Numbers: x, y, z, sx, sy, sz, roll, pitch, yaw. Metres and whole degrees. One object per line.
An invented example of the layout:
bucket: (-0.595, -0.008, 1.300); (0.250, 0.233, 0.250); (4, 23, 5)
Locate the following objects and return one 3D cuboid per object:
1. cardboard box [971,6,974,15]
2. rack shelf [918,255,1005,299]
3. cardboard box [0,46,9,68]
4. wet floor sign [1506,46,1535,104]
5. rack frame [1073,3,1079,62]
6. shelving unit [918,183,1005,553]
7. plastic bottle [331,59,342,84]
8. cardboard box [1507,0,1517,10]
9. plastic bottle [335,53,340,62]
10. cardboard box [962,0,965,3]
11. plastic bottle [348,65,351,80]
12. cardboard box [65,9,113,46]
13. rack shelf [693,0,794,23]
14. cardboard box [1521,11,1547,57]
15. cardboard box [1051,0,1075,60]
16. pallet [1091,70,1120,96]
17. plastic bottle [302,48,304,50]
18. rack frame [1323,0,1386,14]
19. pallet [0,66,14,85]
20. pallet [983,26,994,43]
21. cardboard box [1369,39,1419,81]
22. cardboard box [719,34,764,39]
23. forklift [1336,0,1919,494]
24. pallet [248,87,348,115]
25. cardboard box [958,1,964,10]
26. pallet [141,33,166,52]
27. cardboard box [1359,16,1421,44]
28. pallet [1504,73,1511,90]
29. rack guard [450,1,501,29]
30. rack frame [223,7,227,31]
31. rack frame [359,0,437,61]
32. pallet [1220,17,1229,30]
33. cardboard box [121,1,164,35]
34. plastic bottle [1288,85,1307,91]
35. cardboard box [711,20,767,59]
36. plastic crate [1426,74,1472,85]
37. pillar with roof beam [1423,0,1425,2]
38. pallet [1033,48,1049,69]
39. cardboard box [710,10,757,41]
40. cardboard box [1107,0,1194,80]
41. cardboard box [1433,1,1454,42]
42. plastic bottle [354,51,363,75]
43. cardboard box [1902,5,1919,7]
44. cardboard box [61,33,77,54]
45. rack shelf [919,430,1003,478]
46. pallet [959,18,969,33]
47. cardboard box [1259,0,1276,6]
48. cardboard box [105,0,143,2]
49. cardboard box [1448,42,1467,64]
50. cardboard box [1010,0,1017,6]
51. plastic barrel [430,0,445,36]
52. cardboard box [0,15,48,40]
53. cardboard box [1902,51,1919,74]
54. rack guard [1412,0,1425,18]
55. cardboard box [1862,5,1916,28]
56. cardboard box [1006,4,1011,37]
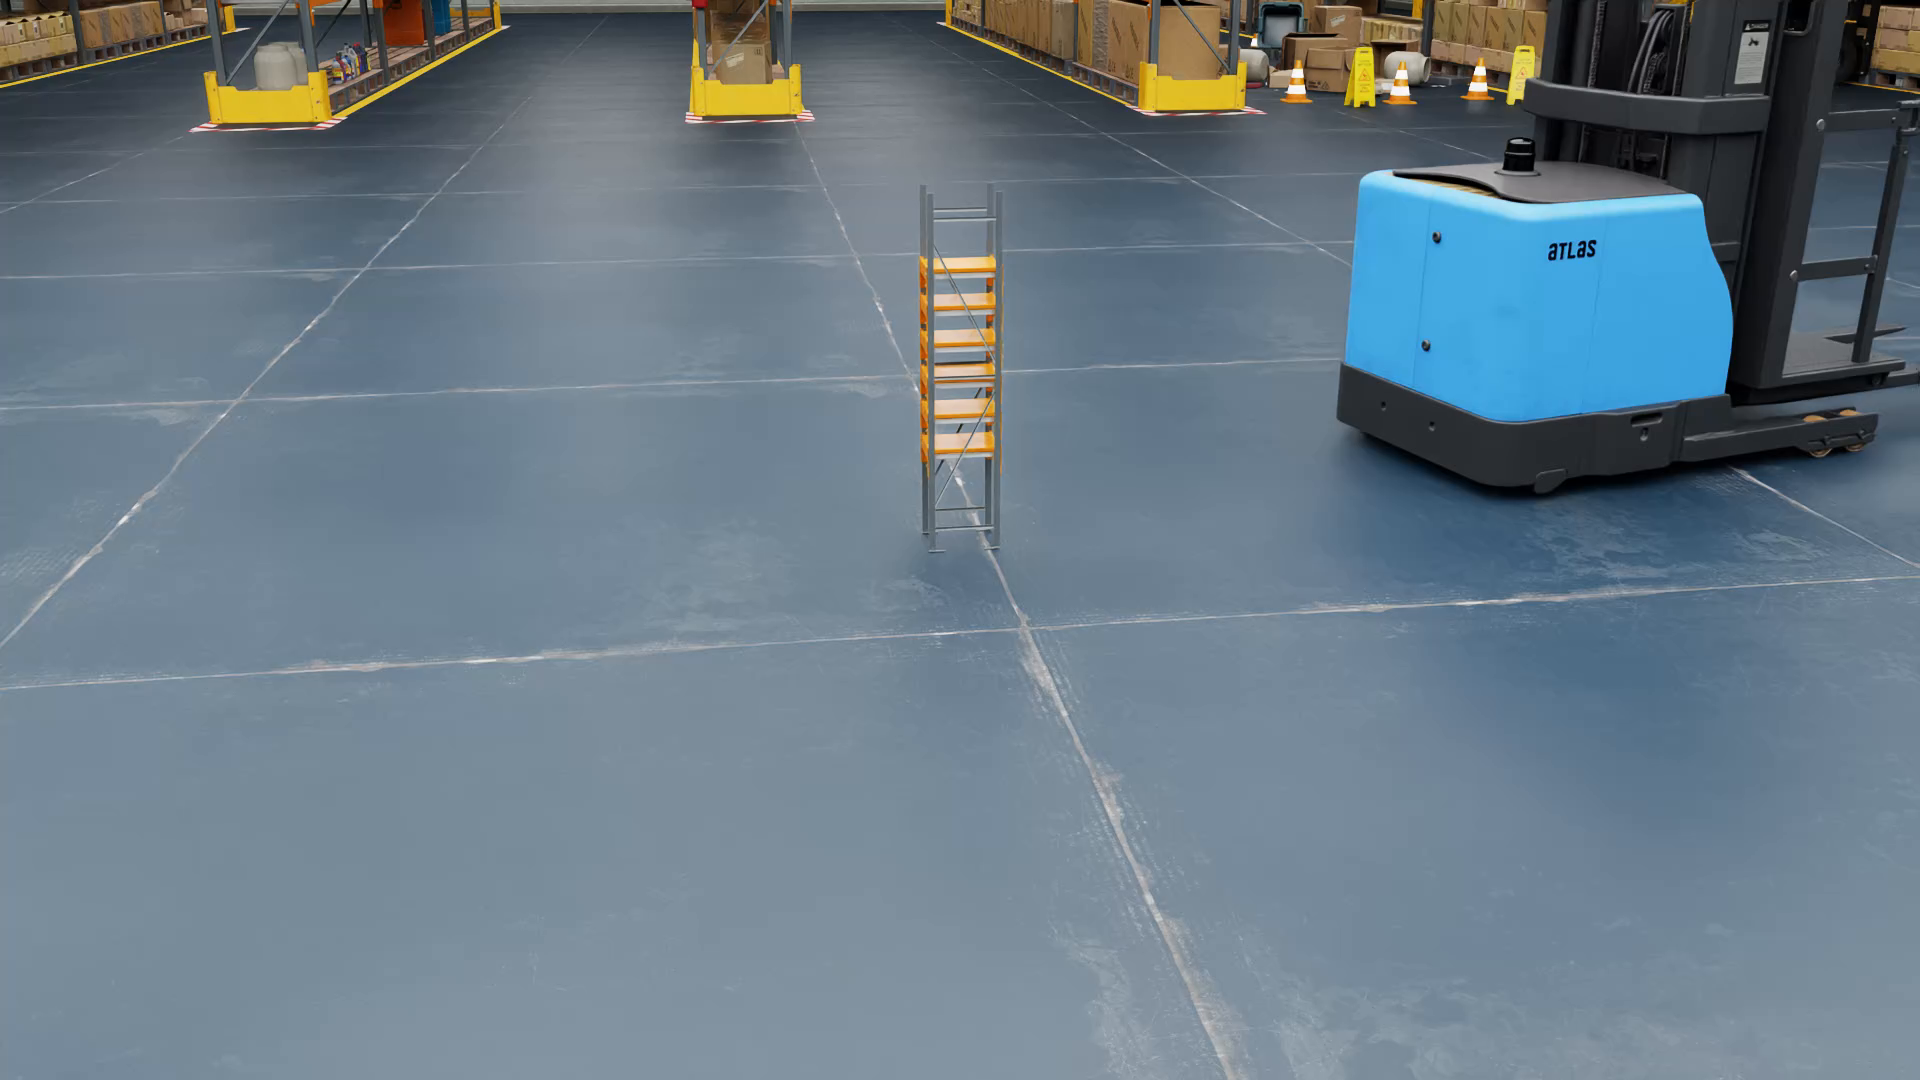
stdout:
cardboard box: (0.407, -9.715, 30.490); (0.380, 0.149, 0.250); (-4, 21, -10)
rack shelf: (0.002, -0.853, 5.382); (0.258, 0.103, 0.180); (-3, 21, -8)
cardboard box: (-12.584, -6.191, 21.335); (0.500, 0.250, 0.500); (-2, 21, -6)
wet floor sign: (6.457, -5.344, 19.102); (0.267, 0.644, 0.232); (4, 21, 11)
rack frame: (2.028, -7.667, 21.956); (1.000, 3.000, 0.127); (-3, 21, -8)
shelving unit: (0.002, -0.557, 5.493); (0.258, 1.200, 0.189); (-3, 21, -8)
plastic bottle: (-7.172, -5.388, 19.127); (0.097, 0.271, 0.097); (0, 20, 0)
cardboard box: (6.962, -6.605, 20.445); (0.380, 0.149, 0.250); (-3, 21, -7)
plastic bottle: (-7.430, -5.687, 19.908); (0.061, 0.283, 0.133); (-3, 21, -8)
cardboard box: (0.247, -10.308, 31.653); (0.380, 0.149, 0.250); (-3, 21, -7)
plastic bottle: (-7.251, -5.543, 19.641); (0.097, 0.201, 0.097); (0, 20, 0)
cardboard box: (-13.139, -7.726, 25.059); (0.500, 0.500, 0.500); (-4, 21, -10)
rack shelf: (-2.607, -6.422, 19.652); (1.077, 0.370, 4.000); (-3, 21, -8)
cardboard box: (7.115, -6.091, 19.994); (0.500, 0.500, 0.500); (-3, 21, -7)
cardboard box: (1.849, -7.020, 22.840); (1.050, 0.750, 0.750); (-3, 21, -8)
pallet: (2.239, -5.670, 20.595); (1.003, 0.211, 1.213); (-3, 21, -8)
plastic bottle: (-8.184, -5.997, 20.757); (0.097, 0.271, 0.097); (0, 20, 0)
rack frame: (6.335, -9.336, 26.426); (1.000, 3.000, 0.127); (-3, 21, -8)
pallet: (-12.843, -5.900, 21.211); (1.003, 0.211, 1.213); (-3, 21, -8)
pallet: (0.988, -8.861, 29.139); (1.003, 0.211, 1.213); (-3, 21, -8)
cardboard box: (5.720, -6.342, 21.978); (0.500, 0.500, 0.500); (12, 24, 29)
cardboard box: (-2.583, -5.732, 19.750); (0.500, 0.500, 0.500); (-1, 21, -3)
forklift: (3.117, -1.860, 6.508); (3.031, 2.935, 1.130); (-8, 22, -21)
pallet: (-7.389, -4.816, 18.309); (1.003, 0.211, 1.213); (-3, 21, -8)
cardboard box: (0.156, -10.356, 32.204); (0.380, 0.149, 0.250); (-2, 21, -6)
pallet: (-13.697, -8.137, 27.201); (1.003, 0.211, 1.213); (-3, 21, -8)
cardboard box: (6.521, -7.851, 25.605); (0.950, 0.372, 0.625); (-3, 21, -9)
pallet: (7.395, -5.570, 20.327); (1.003, 0.211, 1.213); (-3, 21, -8)
rack guard: (-9.542, -10.193, 32.293); (1.175, 0.500, 0.348); (-3, 21, -8)
rack frame: (-14.428, -11.108, 31.170); (1.000, 3.000, 0.127); (-3, 21, -8)
rack frame: (-8.373, -8.587, 24.419); (1.000, 3.000, 0.127); (-3, 21, -8)
pallet: (5.547, -10.106, 32.471); (1.003, 0.211, 1.213); (-3, 21, -8)
cardboard box: (-13.497, -8.602, 27.404); (0.500, 0.500, 0.500); (-3, 21, -8)
plastic bottle: (4.182, -5.634, 20.714); (0.133, 0.061, 0.283); (-11, 23, -26)
cardboard box: (-2.962, -6.700, 22.313); (0.700, 0.500, 0.500); (-5, 21, -12)
plastic crate: (6.326, -5.999, 21.663); (0.402, 0.080, 0.583); (-11, 23, -26)
pillar with roof beam: (6.336, -15.930, 35.506); (9.100, 9.000, 0.400); (-3, 21, -8)
pallet: (1.663, -7.047, 24.283); (1.003, 0.211, 1.213); (-3, 21, -8)
cardboard box: (-3.355, -7.641, 24.830); (0.700, 0.500, 0.500); (-4, 21, -11)
cardboard box: (2.312, -6.019, 19.982); (0.875, 0.875, 0.875); (-3, 21, -9)
cardboard box: (6.729, -6.993, 22.411); (0.500, 0.500, 0.500); (-2, 21, -5)
plastic bottle: (-7.326, -5.806, 20.228); (0.061, 0.283, 0.133); (-2, 21, -4)
cardboard box: (12.380, -6.718, 21.316); (0.500, 0.250, 0.500); (-3, 21, -8)
cardboard box: (-12.958, -7.077, 23.707); (0.500, 0.250, 0.500); (-2, 21, -6)
rack shelf: (0.002, -0.291, 5.592); (0.258, 0.103, 0.180); (-3, 21, -8)
pallet: (0.564, -9.784, 31.611); (1.003, 0.211, 1.213); (-3, 21, -8)
cardboard box: (5.927, -9.712, 29.869); (0.875, 0.875, 0.875); (-2, 21, -6)
cardboard box: (-14.214, -8.941, 28.312); (0.500, 0.500, 0.500); (-3, 21, -8)
cardboard box: (6.818, -6.458, 22.049); (0.500, 0.250, 0.500); (-2, 21, -5)
cardboard box: (1.093, -8.652, 26.496); (0.500, 0.250, 0.500); (-3, 21, -9)
plastic barrel: (-8.786, -8.751, 27.258); (0.600, 0.901, 0.708); (-3, 21, -8)
cardboard box: (-12.804, -6.986, 22.662); (0.500, 0.311, 0.500); (-3, 21, -8)
cardboard box: (12.019, -5.874, 20.485); (0.500, 0.250, 0.500); (-3, 21, -7)
rack guard: (10.104, -11.161, 34.883); (1.175, 0.500, 0.348); (-3, 21, -8)
cardboard box: (11.863, -6.690, 21.241); (0.500, 0.250, 0.500); (-3, 21, -7)
cardboard box: (1.027, -8.472, 27.085); (0.500, 0.500, 0.500); (-2, 21, -6)
